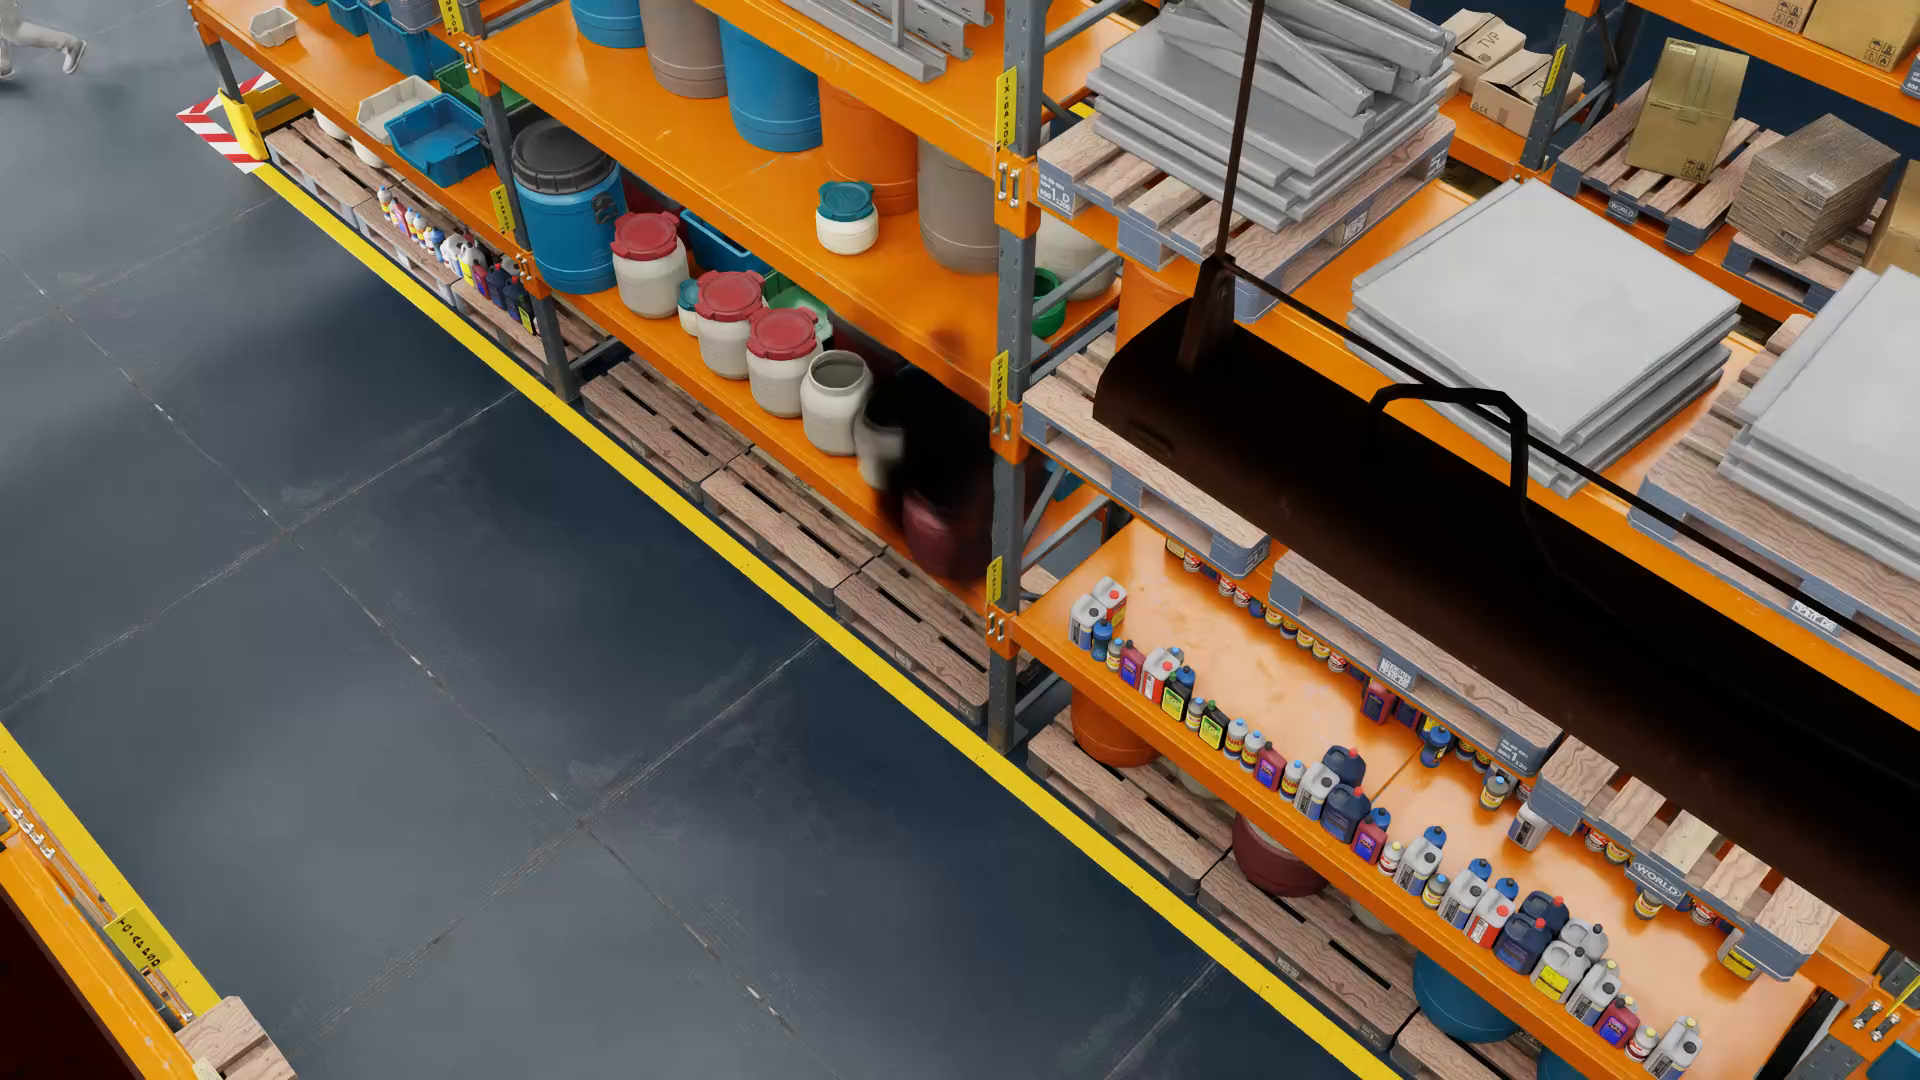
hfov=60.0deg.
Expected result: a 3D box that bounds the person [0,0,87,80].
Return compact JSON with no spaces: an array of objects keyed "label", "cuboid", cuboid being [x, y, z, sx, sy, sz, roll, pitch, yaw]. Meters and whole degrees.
[{"label":"person","cuboid":[-7.519,-4.333,12.846,0.960,1.758,0.669,-15,52,-12]}]

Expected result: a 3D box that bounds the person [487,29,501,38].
[{"label":"person","cuboid":[-4.158,-4.592,13.109,0.894,1.804,0.714,17,52,14]}]
